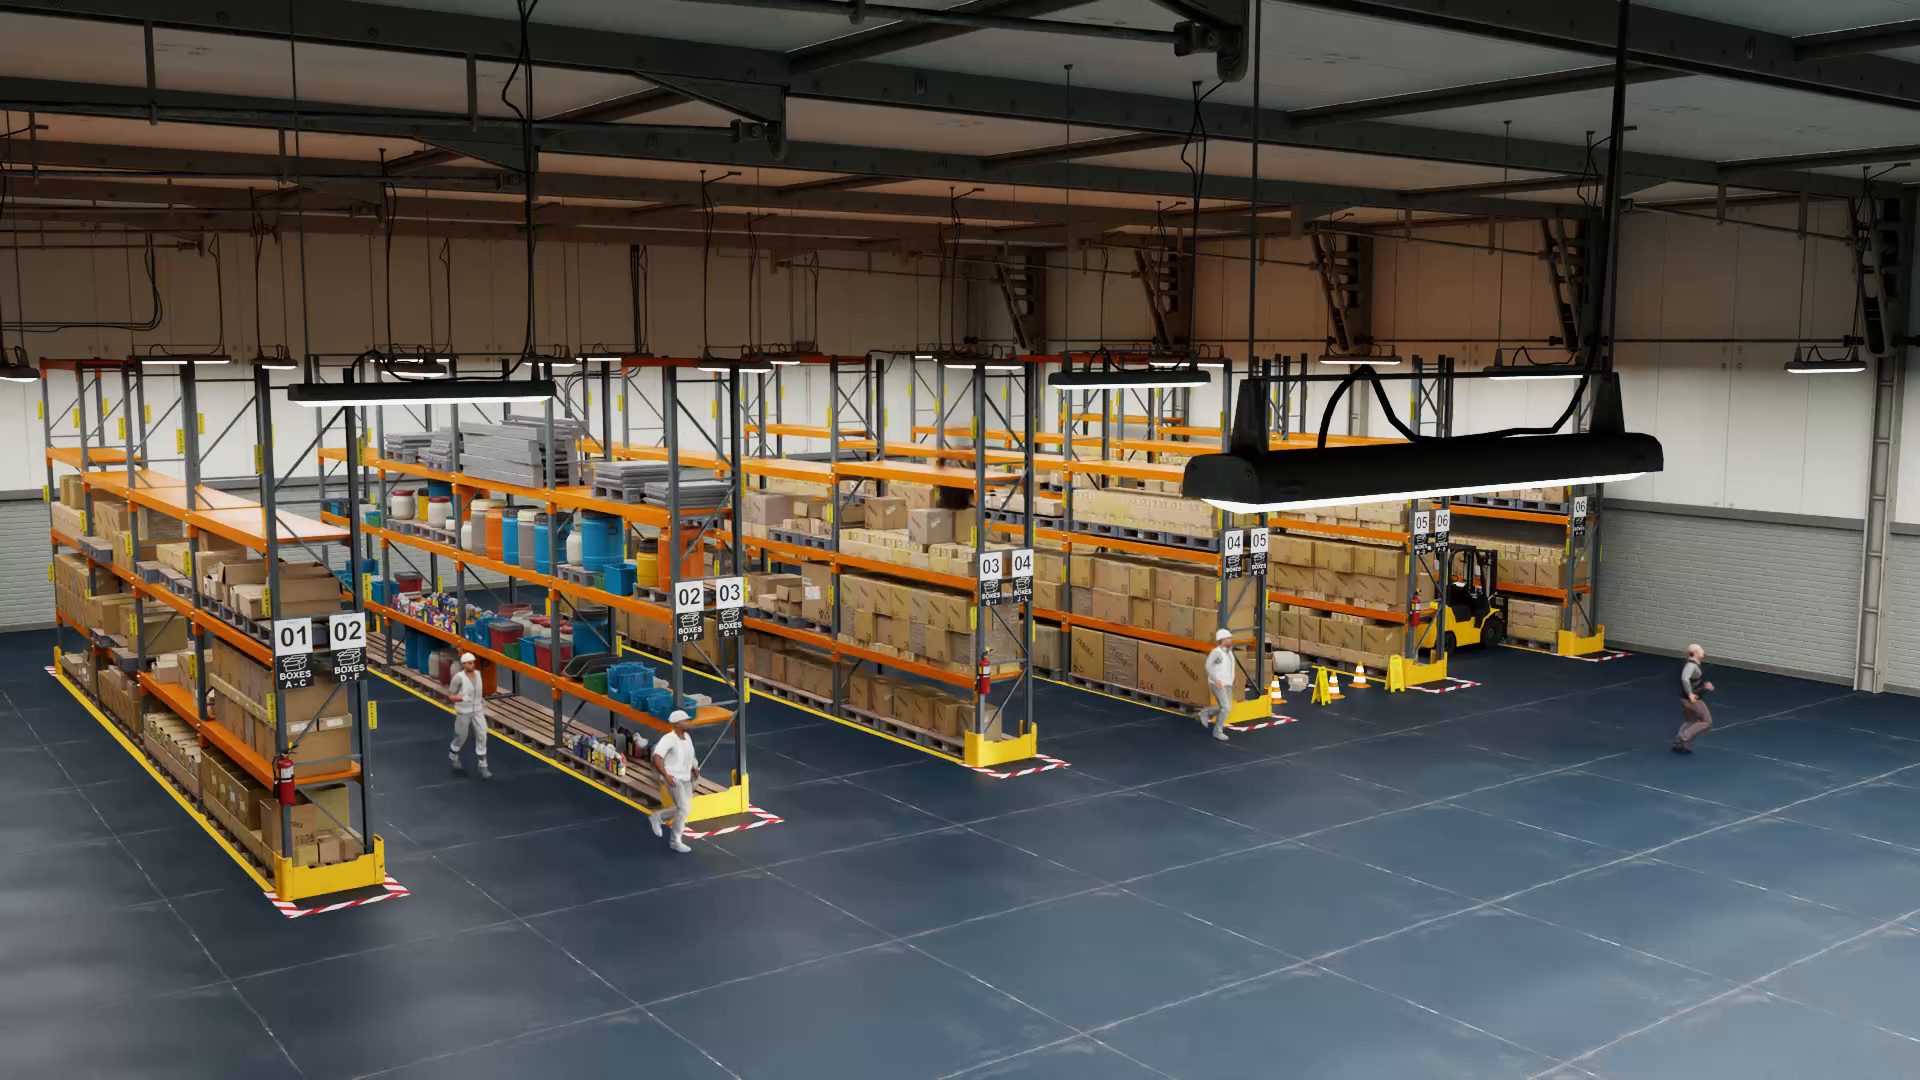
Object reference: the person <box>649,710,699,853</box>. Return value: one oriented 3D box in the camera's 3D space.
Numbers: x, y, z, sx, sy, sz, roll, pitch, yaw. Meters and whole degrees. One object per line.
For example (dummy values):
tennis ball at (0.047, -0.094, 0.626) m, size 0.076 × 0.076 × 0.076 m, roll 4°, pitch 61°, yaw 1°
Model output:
person at (-3.570, 2.994, 20.873) m, size 0.641 × 1.711 × 0.745 m, roll 3°, pitch 7°, yaw 21°

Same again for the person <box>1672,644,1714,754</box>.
person at (11.267, 2.434, 25.491) m, size 0.601 × 1.690 × 0.667 m, roll 1°, pitch 7°, yaw 10°

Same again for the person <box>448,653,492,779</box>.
person at (-7.191, 2.533, 24.267) m, size 0.894 × 1.823 × 0.613 m, roll 7°, pitch 10°, yaw 44°

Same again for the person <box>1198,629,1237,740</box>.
person at (4.154, 2.293, 26.698) m, size 0.648 × 1.711 × 0.700 m, roll 5°, pitch 9°, yaw 38°
